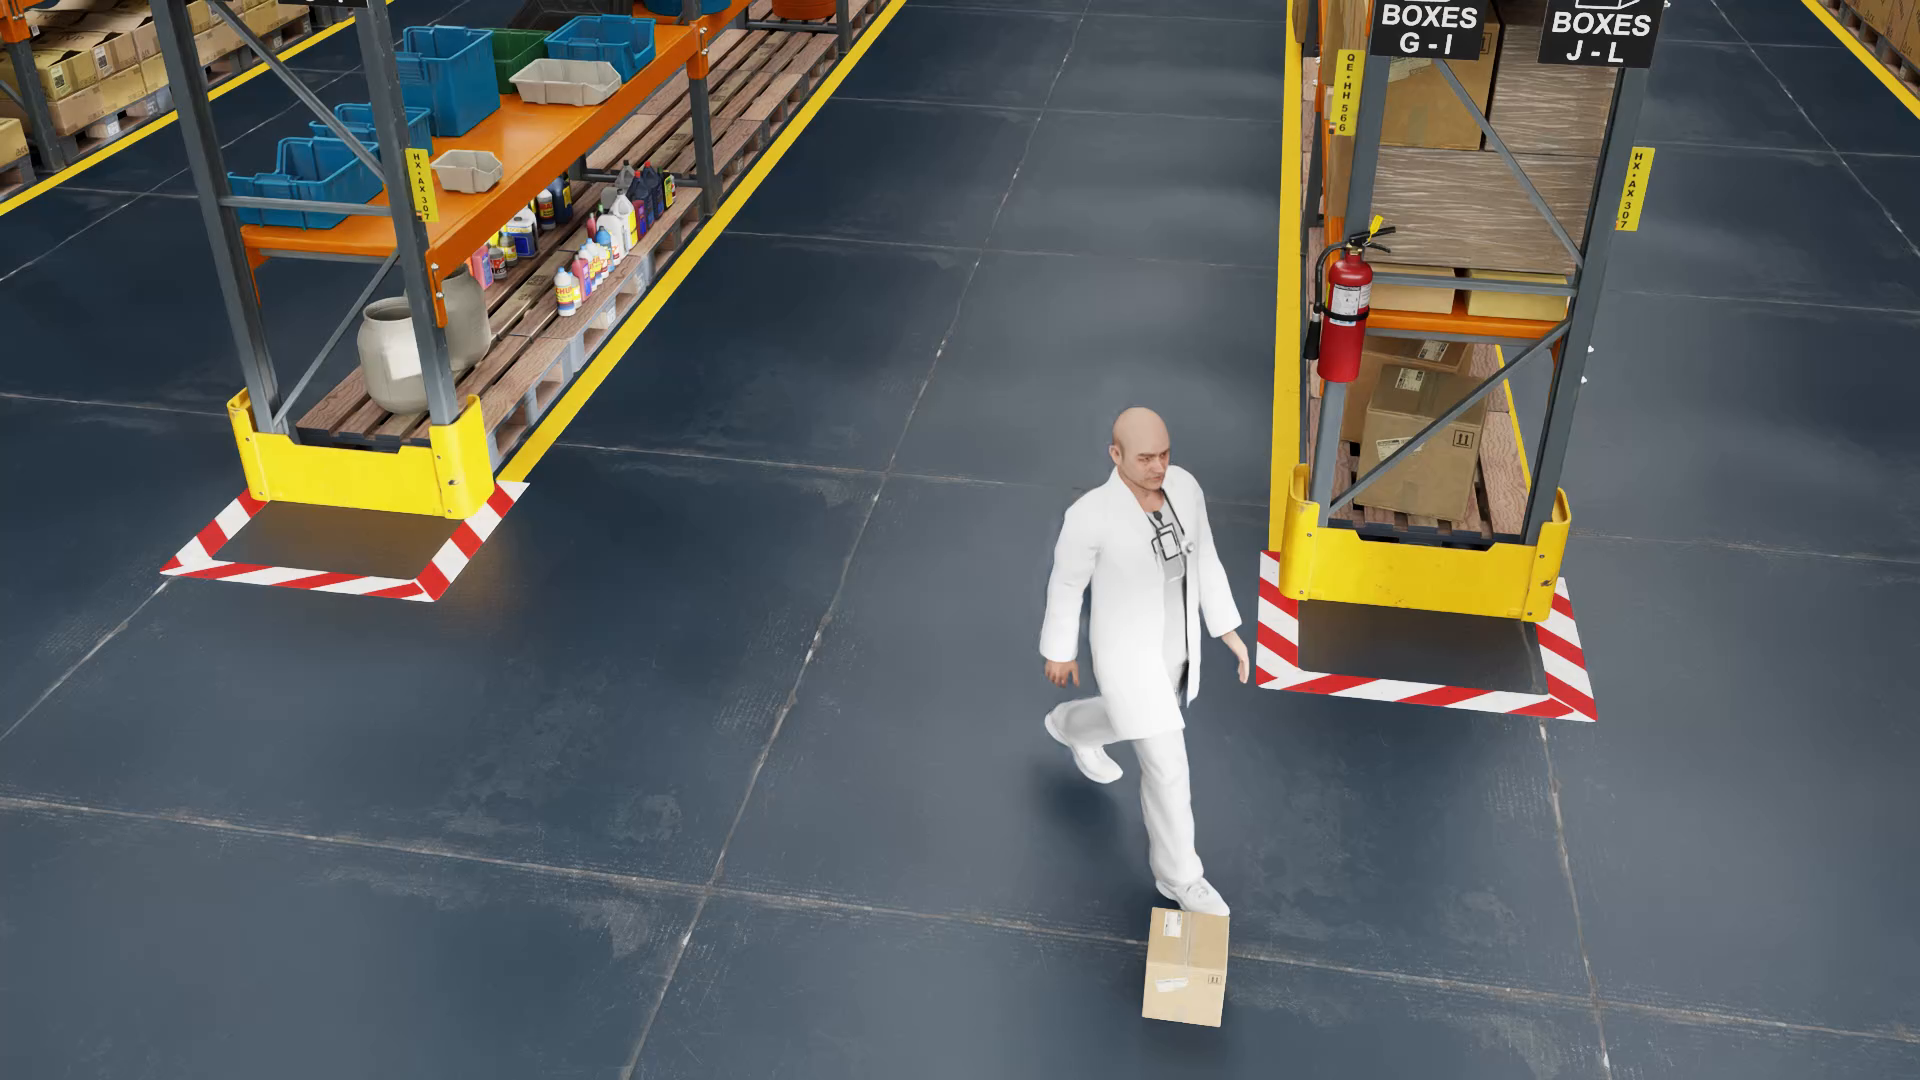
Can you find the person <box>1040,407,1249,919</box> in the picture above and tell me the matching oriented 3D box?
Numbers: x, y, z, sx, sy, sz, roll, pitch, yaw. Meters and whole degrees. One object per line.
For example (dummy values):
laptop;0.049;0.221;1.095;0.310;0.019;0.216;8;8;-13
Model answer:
person;0.636;0.356;5.605;0.578;1.723;1.109;-25;40;-35
